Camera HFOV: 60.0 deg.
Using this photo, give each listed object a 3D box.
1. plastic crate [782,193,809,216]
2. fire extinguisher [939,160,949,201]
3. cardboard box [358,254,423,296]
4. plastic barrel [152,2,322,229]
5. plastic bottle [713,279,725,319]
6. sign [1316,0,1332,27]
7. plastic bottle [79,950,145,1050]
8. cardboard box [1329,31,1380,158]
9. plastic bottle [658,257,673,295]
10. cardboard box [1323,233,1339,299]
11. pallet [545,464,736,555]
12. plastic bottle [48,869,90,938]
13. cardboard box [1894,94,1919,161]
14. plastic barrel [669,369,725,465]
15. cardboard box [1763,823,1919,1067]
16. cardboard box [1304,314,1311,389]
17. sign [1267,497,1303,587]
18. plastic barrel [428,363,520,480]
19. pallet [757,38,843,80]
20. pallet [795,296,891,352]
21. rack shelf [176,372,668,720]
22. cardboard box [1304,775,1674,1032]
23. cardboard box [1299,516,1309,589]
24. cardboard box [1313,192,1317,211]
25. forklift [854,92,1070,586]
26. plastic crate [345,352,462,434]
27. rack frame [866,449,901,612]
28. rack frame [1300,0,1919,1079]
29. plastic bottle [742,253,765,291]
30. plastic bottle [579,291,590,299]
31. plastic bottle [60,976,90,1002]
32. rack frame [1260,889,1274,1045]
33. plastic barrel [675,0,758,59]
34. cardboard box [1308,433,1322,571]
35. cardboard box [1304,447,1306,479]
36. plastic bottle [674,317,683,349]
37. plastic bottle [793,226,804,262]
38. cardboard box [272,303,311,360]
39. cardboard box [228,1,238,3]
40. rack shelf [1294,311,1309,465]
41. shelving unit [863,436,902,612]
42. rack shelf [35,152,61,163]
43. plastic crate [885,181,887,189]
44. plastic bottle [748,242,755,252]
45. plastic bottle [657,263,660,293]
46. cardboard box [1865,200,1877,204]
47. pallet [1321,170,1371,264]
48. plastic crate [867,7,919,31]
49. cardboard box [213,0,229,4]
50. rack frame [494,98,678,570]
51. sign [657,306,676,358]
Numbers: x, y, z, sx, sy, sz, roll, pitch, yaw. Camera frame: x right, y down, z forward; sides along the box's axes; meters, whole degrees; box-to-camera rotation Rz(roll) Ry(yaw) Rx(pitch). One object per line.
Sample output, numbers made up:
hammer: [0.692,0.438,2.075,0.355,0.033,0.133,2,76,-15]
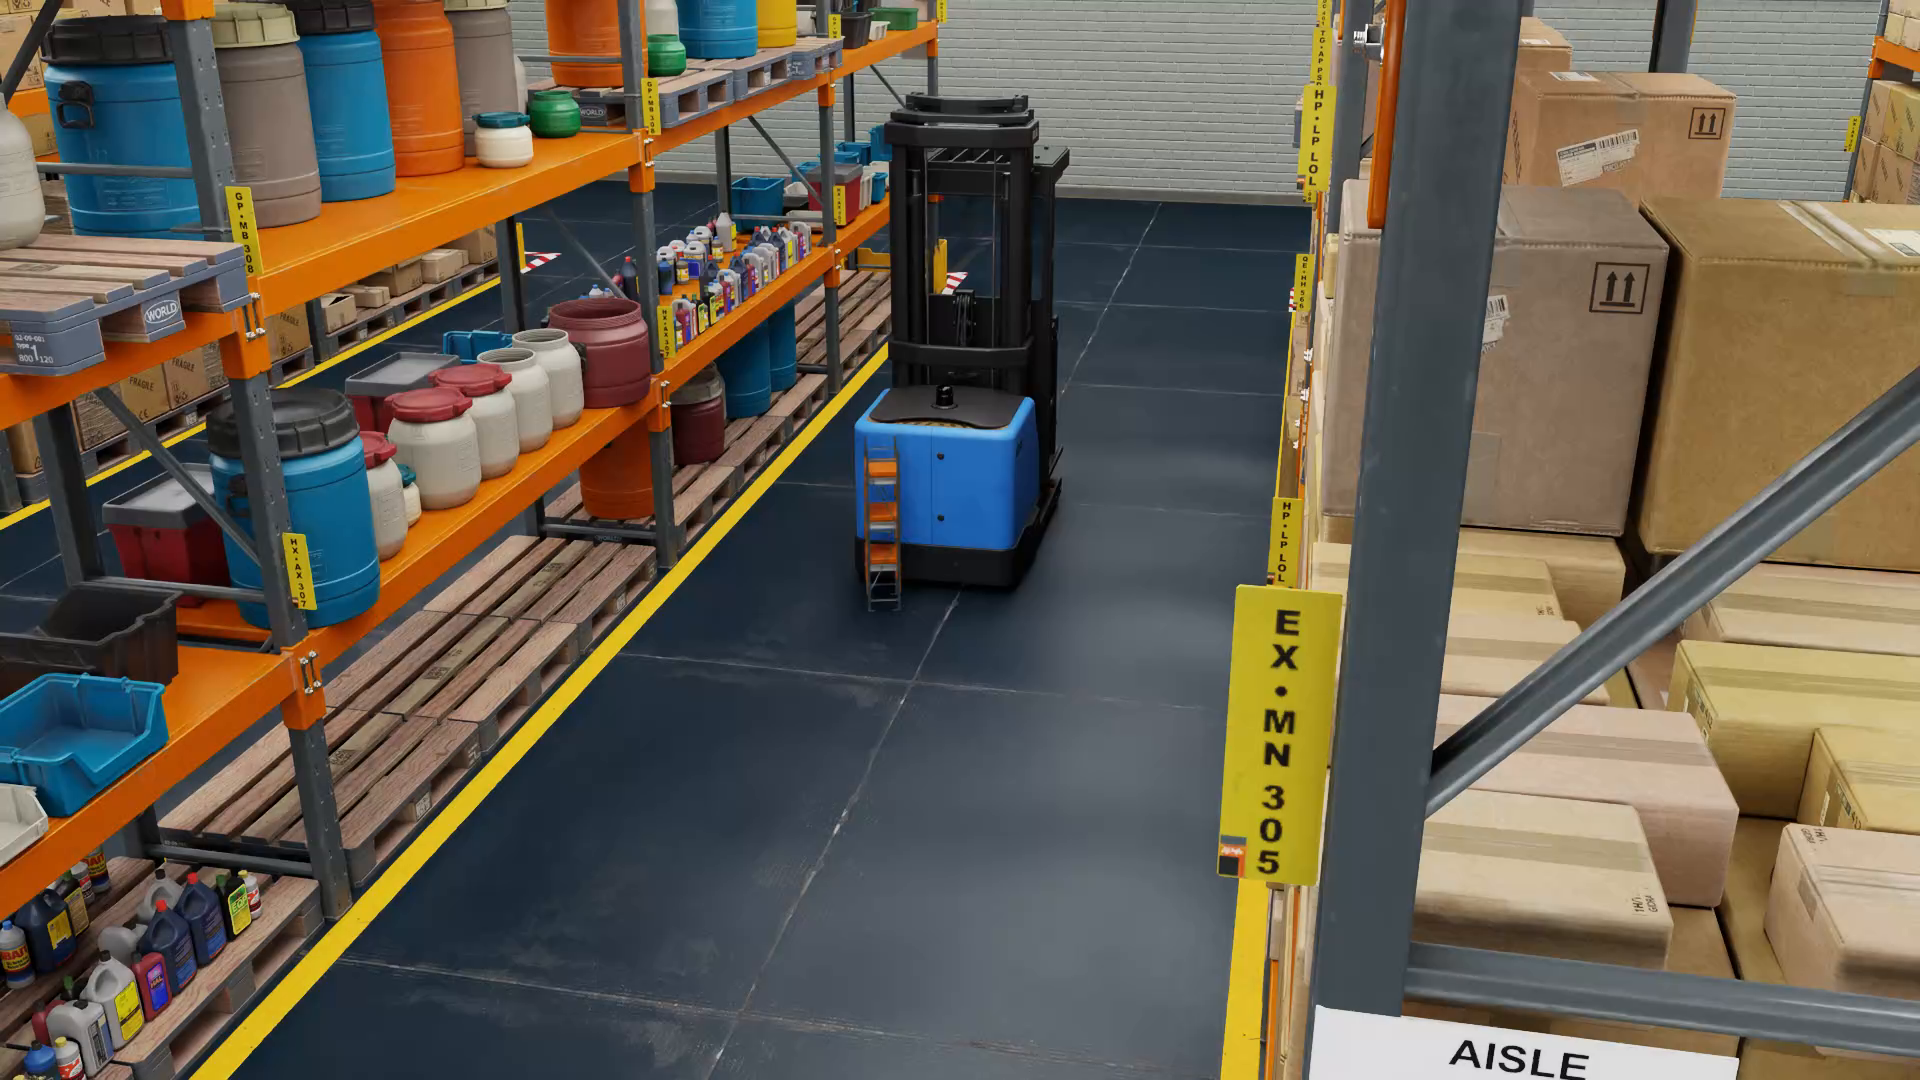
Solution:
plastic crate: [-1.581,-3.047,15.191,0.437,0.125,0.590,4,22,11]
fire extinguisher: [-0.255,-3.991,17.851,0.296,0.674,0.183,4,22,11]
cardboard box: [-6.017,-2.829,17.115,0.797,0.503,0.637,4,22,11]
plastic barrel: [-3.154,-1.856,7.261,0.600,0.901,0.600,0,22,0]
plastic bottle: [-1.719,-1.706,11.746,0.097,0.271,0.097,0,22,0]
sign: [2.758,-4.049,12.578,0.100,0.325,0.005,4,22,11]
plastic bottle: [-3.133,1.680,6.124,0.144,0.351,0.185,4,22,11]
cardboard box: [1.935,-2.024,7.545,0.500,0.500,0.500,4,22,9]
plastic bottle: [-2.199,-1.971,12.404,0.097,0.271,0.097,0,22,0]
cardboard box: [1.302,-0.825,5.038,0.380,0.149,0.250,4,22,9]
pallet: [-2.243,-0.252,11.696,1.003,0.211,1.213,4,22,11]
plastic bottle: [-3.608,1.477,6.719,0.061,0.283,0.133,4,22,11]
cardboard box: [8.377,-3.517,14.202,0.500,0.500,0.500,4,22,10]
plastic barrel: [-2.049,-0.923,12.296,0.600,0.588,0.708,4,22,11]
cardboard box: [1.136,0.460,1.848,0.380,0.149,0.250,4,22,11]
cardboard box: [2.344,-1.122,9.990,0.500,0.500,0.500,5,23,13]
sign: [1.126,0.009,5.767,0.100,0.325,0.005,4,22,11]
plastic barrel: [-2.531,-0.613,8.680,0.433,0.535,0.433,0,22,0]
pallet: [-1.611,-3.726,12.828,1.213,0.211,1.003,4,22,11]
pallet: [-1.188,-2.142,16.391,1.003,0.211,1.213,4,22,11]
rack shelf: [-2.771,-0.188,8.769,1.077,0.370,4.000,4,22,11]
cardboard box: [0.605,0.418,1.953,0.380,0.149,0.250,4,22,11]
cardboard box: [1.228,0.267,4.805,0.500,0.500,0.500,4,22,11]
cardboard box: [3.134,-2.944,13.446,0.500,0.500,0.500,5,22,12]
forklift: [0.127,-1.590,11.378,1.130,2.935,3.031,4,22,11]
plastic crate: [-2.992,-0.716,9.030,0.402,0.464,0.583,4,22,11]
rack frame: [-0.463,-0.050,10.070,0.200,1.050,0.008,-2,22,-6]
rack frame: [0.853,-0.733,1.128,1.000,3.000,0.127,4,22,11]
plastic bottle: [-1.563,-2.038,12.565,0.152,0.276,0.135,4,22,11]
plastic bottle: [-2.570,-1.571,11.411,0.097,0.271,0.097,0,22,0]
plastic bottle: [-3.239,1.713,6.133,0.061,0.283,0.133,4,22,11]
rack frame: [1.670,0.587,5.881,1.000,3.000,0.127,4,22,11]
plastic barrel: [-1.745,-3.899,11.772,0.600,0.901,0.708,4,22,11]
cardboard box: [1.013,-0.022,3.578,0.500,0.250,0.500,4,22,10]
cardboard box: [1.919,-0.406,7.985,0.500,0.250,0.500,4,22,9]
plastic bottle: [-1.888,-1.371,11.008,0.097,0.201,0.097,0,22,0]
plastic bottle: [-1.313,-2.405,13.467,0.061,0.283,0.133,4,22,11]
cardboard box: [-6.215,-1.938,14.907,0.500,0.500,0.500,4,22,11]
cardboard box: [-6.562,-4.848,14.892,0.500,0.250,0.500,4,22,11]
rack shelf: [2.894,-1.274,11.464,1.077,0.370,4.000,4,22,11]
shelving unit: [-0.476,-0.095,10.182,0.215,1.050,0.252,-2,22,-6]
rack shelf: [-10.837,-3.869,17.909,1.077,0.370,4.000,4,22,11]
plastic crate: [-0.868,-3.455,16.189,0.298,0.136,0.250,4,22,11]
plastic bottle: [-1.614,-2.173,12.905,0.097,0.271,0.097,0,22,0]
plastic bottle: [-2.327,-2.001,12.372,0.144,0.351,0.185,4,22,11]
cardboard box: [8.448,-2.986,15.089,0.380,0.149,0.250,4,22,9]
pallet: [2.108,-1.315,6.839,1.213,0.211,1.003,4,22,11]
plastic crate: [-0.652,-5.090,16.245,0.450,0.188,0.336,4,22,11]
cardboard box: [-6.570,-4.596,13.905,0.600,0.600,0.600,2,22,6]
rack frame: [-2.363,-1.254,10.451,1.000,3.000,0.127,4,22,11]
sign: [-1.823,-1.290,10.323,0.100,0.325,0.005,4,22,11]
